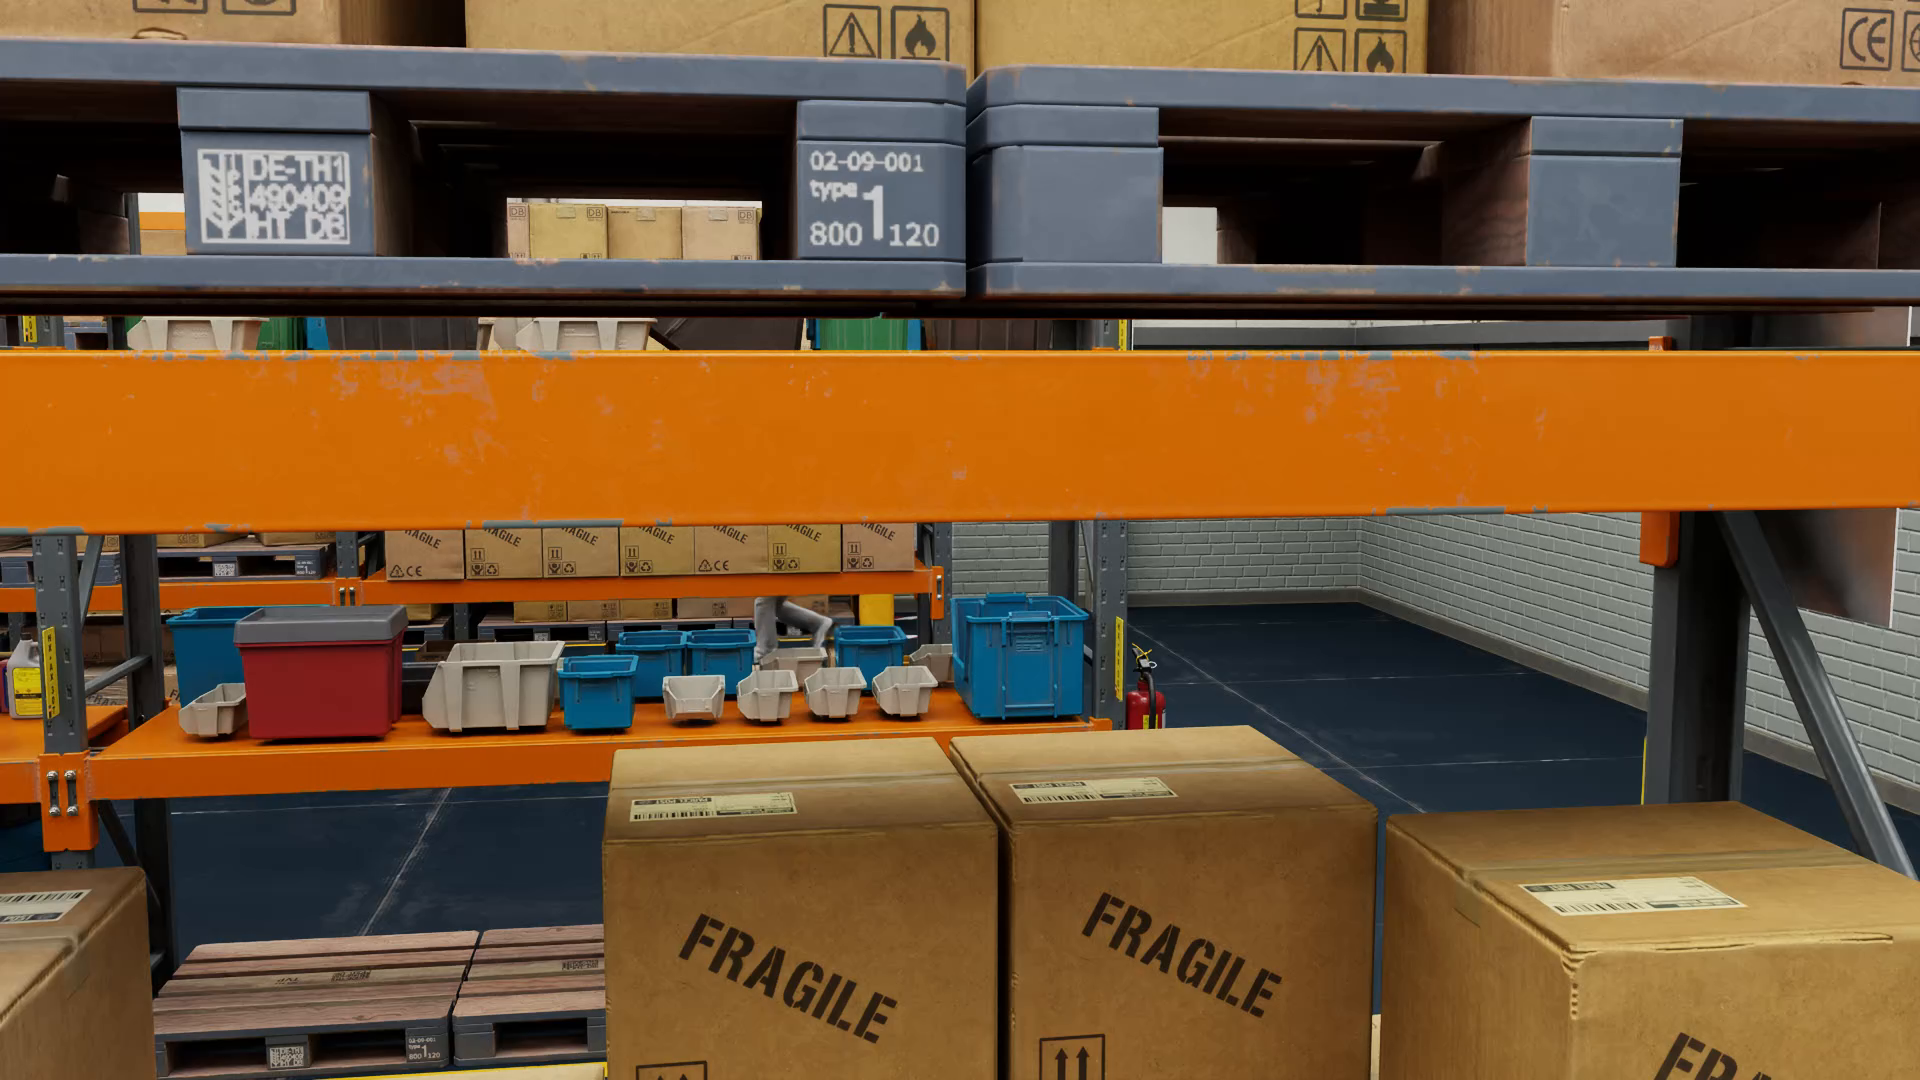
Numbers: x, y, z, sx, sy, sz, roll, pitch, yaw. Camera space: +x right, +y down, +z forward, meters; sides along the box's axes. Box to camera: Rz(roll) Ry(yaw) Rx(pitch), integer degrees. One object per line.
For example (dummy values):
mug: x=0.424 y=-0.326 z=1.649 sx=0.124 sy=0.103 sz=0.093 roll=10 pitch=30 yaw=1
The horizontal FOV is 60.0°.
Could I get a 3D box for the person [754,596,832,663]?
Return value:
person: x=-1.593 y=0.237 z=15.117 sx=0.893 sy=1.746 sz=0.629 roll=-1 pitch=7 yaw=-13
